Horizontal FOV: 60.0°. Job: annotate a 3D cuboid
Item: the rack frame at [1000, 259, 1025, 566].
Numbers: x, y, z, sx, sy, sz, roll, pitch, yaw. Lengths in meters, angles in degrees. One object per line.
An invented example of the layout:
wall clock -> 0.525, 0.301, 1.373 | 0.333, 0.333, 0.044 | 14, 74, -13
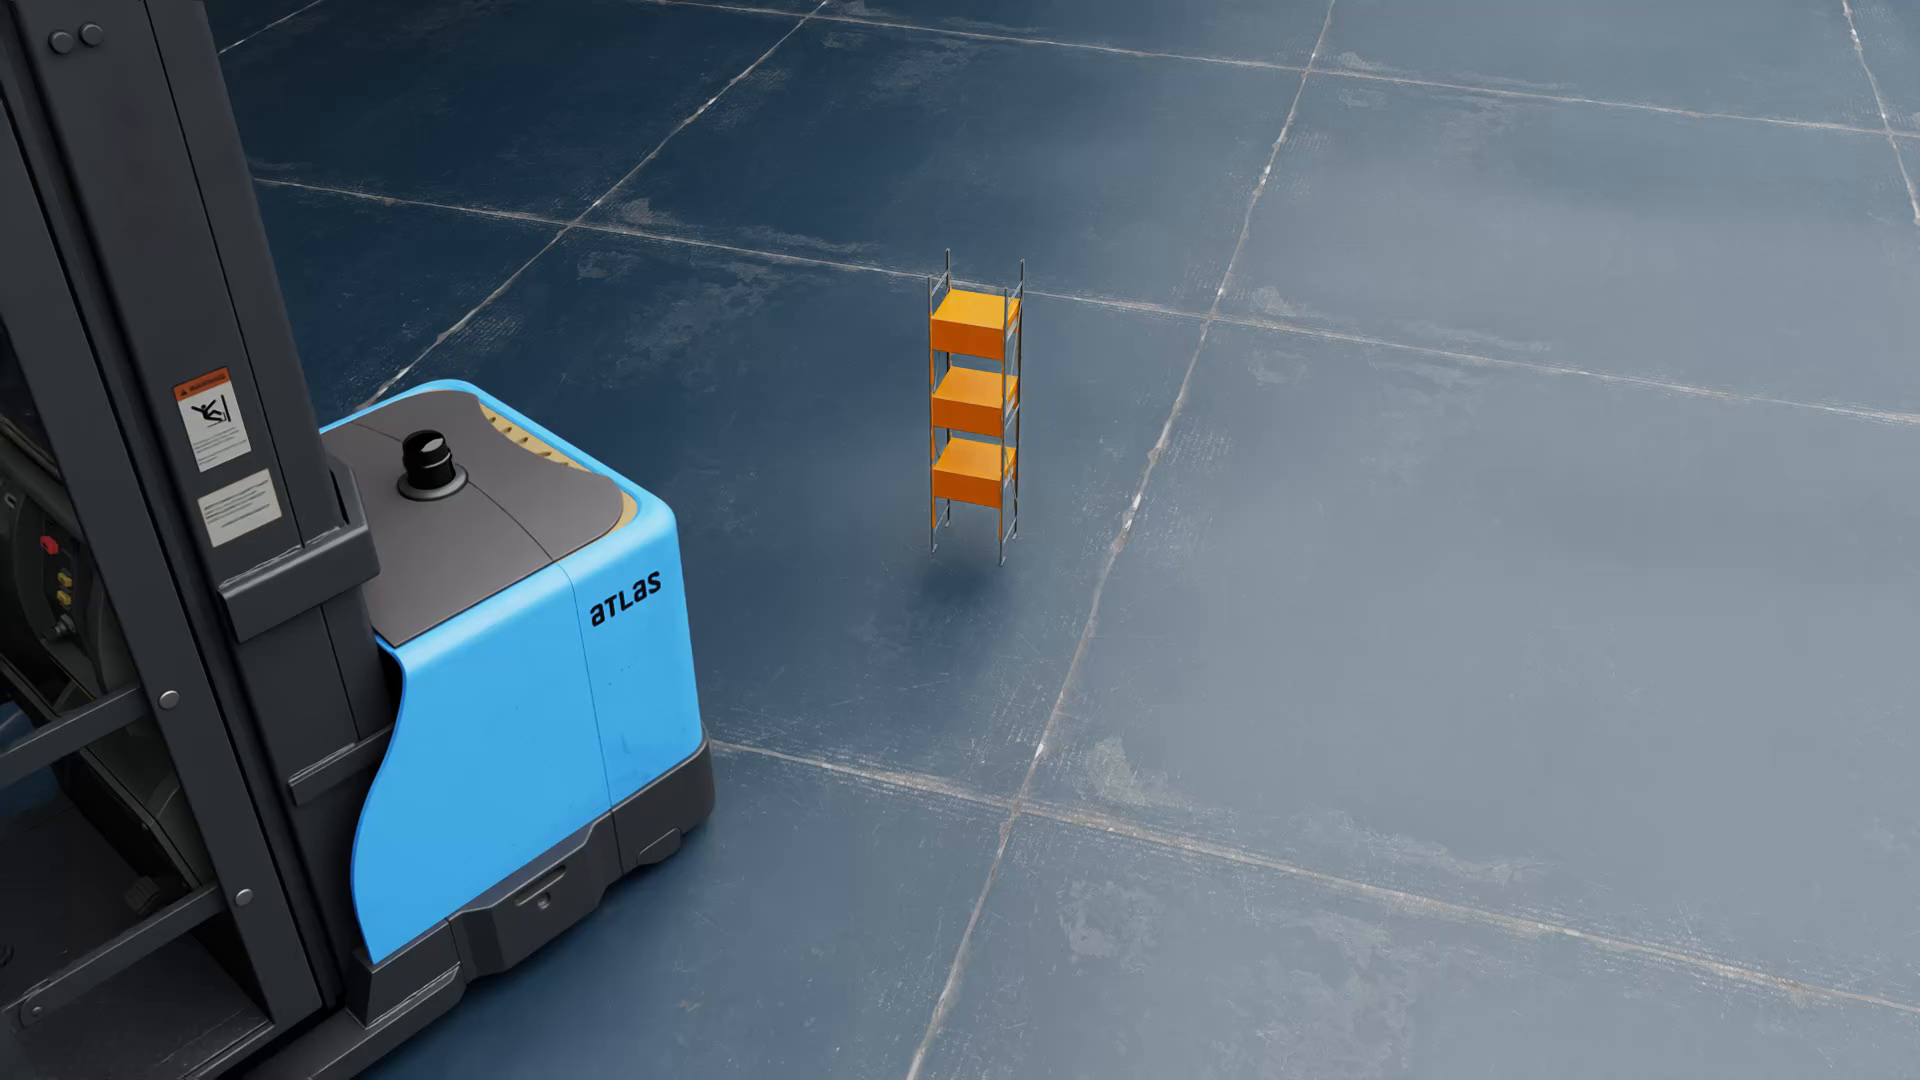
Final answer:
rack frame -> 0.168, -0.392, 5.397 | 0.008, 1.050, 0.200 | 10, 38, 14

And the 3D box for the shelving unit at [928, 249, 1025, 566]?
shelving unit -> 0.051, -0.413, 5.426 | 0.252, 1.050, 0.215 | 10, 38, 14

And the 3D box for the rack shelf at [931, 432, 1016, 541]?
rack shelf -> 0.051, -0.181, 5.597 | 0.240, 0.259, 0.215 | 10, 38, 14

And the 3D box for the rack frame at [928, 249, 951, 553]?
rack frame -> -0.065, -0.435, 5.455 | 0.008, 1.050, 0.200 | 10, 38, 14

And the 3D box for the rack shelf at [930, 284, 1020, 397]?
rack shelf -> 0.051, -0.633, 5.264 | 0.240, 0.259, 0.215 | 10, 38, 14

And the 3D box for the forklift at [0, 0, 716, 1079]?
forklift -> -2.051, 0.054, 3.204 | 1.130, 2.935, 3.031 | 29, 45, 33

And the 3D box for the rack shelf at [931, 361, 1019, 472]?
rack shelf -> 0.051, -0.405, 5.432 | 0.240, 0.259, 0.215 | 10, 38, 14
